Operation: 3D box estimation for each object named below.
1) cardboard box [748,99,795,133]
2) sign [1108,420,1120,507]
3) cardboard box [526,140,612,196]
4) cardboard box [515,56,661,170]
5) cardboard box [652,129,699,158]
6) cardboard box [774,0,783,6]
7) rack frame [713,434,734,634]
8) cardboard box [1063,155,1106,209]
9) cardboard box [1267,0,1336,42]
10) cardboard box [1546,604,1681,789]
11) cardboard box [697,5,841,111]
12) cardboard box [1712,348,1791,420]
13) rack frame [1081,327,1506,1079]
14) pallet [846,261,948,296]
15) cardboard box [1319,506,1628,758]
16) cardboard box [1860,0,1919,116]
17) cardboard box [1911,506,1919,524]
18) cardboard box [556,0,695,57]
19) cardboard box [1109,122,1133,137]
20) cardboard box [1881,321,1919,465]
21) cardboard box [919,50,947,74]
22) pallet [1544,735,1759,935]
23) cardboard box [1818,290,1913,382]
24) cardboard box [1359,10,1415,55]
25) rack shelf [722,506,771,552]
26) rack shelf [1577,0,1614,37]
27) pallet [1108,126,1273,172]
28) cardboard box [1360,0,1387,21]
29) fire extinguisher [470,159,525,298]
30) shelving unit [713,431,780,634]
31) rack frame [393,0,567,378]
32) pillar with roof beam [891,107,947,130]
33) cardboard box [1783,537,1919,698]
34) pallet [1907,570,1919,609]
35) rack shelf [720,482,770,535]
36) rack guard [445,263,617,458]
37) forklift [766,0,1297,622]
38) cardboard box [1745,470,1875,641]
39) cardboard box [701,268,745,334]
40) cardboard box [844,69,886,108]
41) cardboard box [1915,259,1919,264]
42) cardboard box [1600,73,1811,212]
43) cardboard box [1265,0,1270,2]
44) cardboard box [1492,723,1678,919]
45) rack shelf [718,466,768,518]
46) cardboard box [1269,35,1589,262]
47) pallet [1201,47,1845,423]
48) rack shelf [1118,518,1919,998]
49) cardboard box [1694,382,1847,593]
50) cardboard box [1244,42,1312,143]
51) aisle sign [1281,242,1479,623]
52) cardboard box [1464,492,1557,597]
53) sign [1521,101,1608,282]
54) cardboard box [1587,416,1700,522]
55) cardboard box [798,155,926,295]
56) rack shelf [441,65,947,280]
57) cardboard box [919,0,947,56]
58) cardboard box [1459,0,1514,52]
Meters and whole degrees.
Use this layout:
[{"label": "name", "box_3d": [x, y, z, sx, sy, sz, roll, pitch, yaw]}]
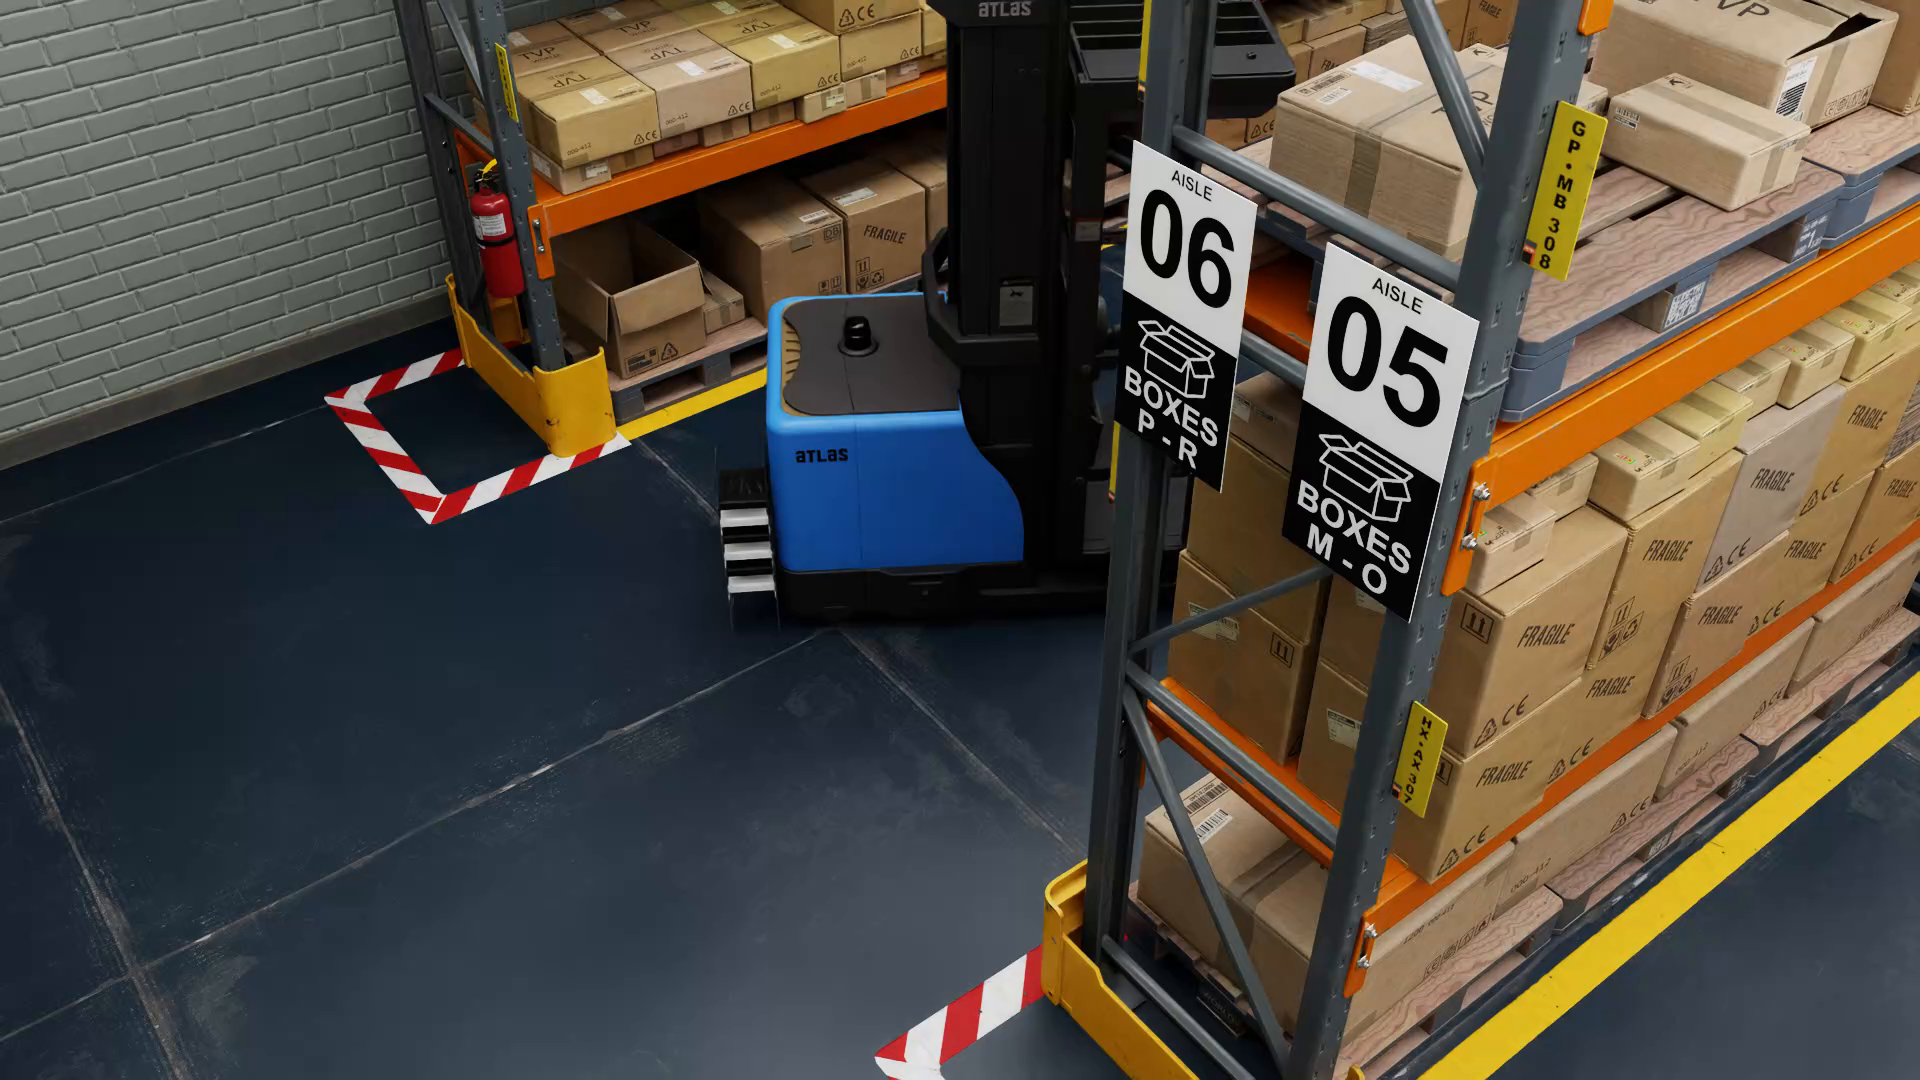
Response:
[{"label": "cardboard box", "box_3d": [-1.026, -2.186, 8.248, 0.250, 0.149, 0.380, -25, 46, -27]}, {"label": "sign", "box_3d": [0.449, -0.204, 4.534, 0.005, 0.325, 0.100, -26, 46, -28]}, {"label": "cardboard box", "box_3d": [-1.831, -1.773, 7.744, 0.250, 0.149, 0.380, -26, 46, -28]}, {"label": "cardboard box", "box_3d": [-1.735, -1.978, 7.680, 0.500, 0.250, 0.500, -26, 46, -28]}, {"label": "cardboard box", "box_3d": [-1.471, -2.014, 8.038, 0.250, 0.149, 0.380, -27, 46, -29]}, {"label": "cardboard box", "box_3d": [-0.836, -2.839, 8.730, 0.500, 0.250, 0.500, -26, 46, -28]}, {"label": "rack frame", "box_3d": [-1.002, -0.014, 7.058, 0.006, 0.900, 0.240, -4, 40, -4]}, {"label": "cardboard box", "box_3d": [0.650, -2.124, 9.891, 0.250, 0.149, 0.380, -27, 47, -29]}, {"label": "cardboard box", "box_3d": [2.158, -3.320, 10.560, 0.250, 0.149, 0.380, -26, 46, -28]}, {"label": "cardboard box", "box_3d": [1.708, 0.324, 4.911, 0.500, 0.500, 0.500, -27, 46, -29]}, {"label": "cardboard box", "box_3d": [-0.936, -2.371, 8.158, 0.500, 0.250, 0.500, -27, 46, -29]}, {"label": "cardboard box", "box_3d": [2.033, -0.479, 4.590, 0.250, 0.149, 0.380, -26, 46, -28]}, {"label": "rack frame", "box_3d": [0.768, 0.614, 4.637, 0.127, 3.000, 1.000, -26, 46, -28]}, {"label": "pallet", "box_3d": [-0.601, -1.610, 9.546, 1.213, 0.211, 1.003, -26, 46, -28]}, {"label": "cardboard box", "box_3d": [1.322, 0.146, 4.340, 0.500, 0.500, 0.500, -27, 46, -29]}, {"label": "cardboard box", "box_3d": [2.458, -1.490, 4.347, 0.500, 0.500, 0.500, -25, 46, -27]}, {"label": "cardboard box", "box_3d": [3.323, -0.462, 5.869, 0.500, 0.500, 0.500, -27, 47, -29]}, {"label": "cardboard box", "box_3d": [-1.647, -2.448, 8.253, 0.500, 0.250, 0.500, -26, 46, -28]}, {"label": "cardboard box", "box_3d": [1.121, -2.961, 10.635, 0.500, 0.500, 0.500, -26, 46, -28]}, {"label": "cardboard box", "box_3d": [2.929, -0.643, 5.301, 0.500, 0.500, 0.500, -25, 46, -28]}, {"label": "cardboard box", "box_3d": [-0.254, -2.611, 8.766, 0.250, 0.149, 0.380, -25, 46, -28]}, {"label": "pallet", "box_3d": [2.321, 0.874, 6.518, 1.213, 0.211, 1.003, -26, 46, -28]}, {"label": "cardboard box", "box_3d": [2.474, -0.639, 4.785, 0.250, 0.149, 0.380, -27, 47, -29]}, {"label": "cardboard box", "box_3d": [2.663, -3.296, 11.042, 0.500, 0.500, 0.500, -28, 47, -30]}, {"label": "rack shelf", "box_3d": [-0.901, -0.064, 7.029, 0.200, 0.077, 0.258, -4, 40, -4]}, {"label": "rack shelf", "box_3d": [2.354, -2.046, 4.032, 4.000, 0.370, 1.077, -26, 46, -28]}, {"label": "pallet", "box_3d": [1.534, -2.682, 10.853, 1.213, 0.211, 1.003, -26, 46, -28]}, {"label": "cardboard box", "box_3d": [2.552, -3.534, 10.821, 0.250, 0.149, 0.380, -26, 46, -28]}, {"label": "fire extinguisher", "box_3d": [-2.094, -1.418, 7.468, 0.183, 0.674, 0.296, -26, 46, -28]}, {"label": "shelving unit", "box_3d": [-0.901, -0.020, 7.065, 0.210, 0.900, 0.258, -4, 40, -4]}, {"label": "rack frame", "box_3d": [-2.259, -1.881, 7.678, 0.127, 3.000, 1.000, -26, 46, -28]}, {"label": "pillar with roof beam", "box_3d": [2.434, -3.766, 5.245, 0.400, 9.000, 9.100, -26, 46, -28]}, {"label": "cardboard box", "box_3d": [3.377, 0.085, 6.971, 0.875, 0.438, 0.875, -27, 46, -29]}, {"label": "pallet", "box_3d": [4.506, -0.190, 7.816, 1.213, 0.211, 1.003, -26, 46, -28]}, {"label": "rack shelf", "box_3d": [-0.901, -0.134, 6.972, 0.200, 0.077, 0.258, -4, 40, -4]}, {"label": "rack guard", "box_3d": [-2.199, -0.944, 8.507, 0.348, 0.500, 1.175, -26, 46, -28]}, {"label": "forklift", "box_3d": [0.684, -1.149, 6.840, 3.031, 2.935, 1.130, -3, 39, -3]}, {"label": "cardboard box", "box_3d": [2.509, -0.065, 5.386, 0.500, 0.500, 0.500, -24, 45, -27]}, {"label": "cardboard box", "box_3d": [-1.356, -1.275, 8.855, 0.250, 0.149, 0.380, -28, 47, -30]}, {"label": "cardboard box", "box_3d": [-0.583, -2.358, 8.457, 0.250, 0.149, 0.380, -25, 45, -27]}, {"label": "cardboard box", "box_3d": [2.838, -0.867, 5.063, 0.250, 0.149, 0.380, -27, 46, -29]}, {"label": "cardboard box", "box_3d": [1.771, -0.955, 3.972, 0.250, 0.149, 0.380, -24, 45, -27]}, {"label": "cardboard box", "box_3d": [1.859, -3.555, 10.847, 0.250, 0.149, 0.380, -25, 45, -27]}, {"label": "cardboard box", "box_3d": [1.951, 0.778, 6.125, 0.875, 0.438, 0.875, -25, 45, -27]}, {"label": "rack shelf", "box_3d": [-0.901, -0.203, 6.915, 0.200, 0.077, 0.258, -4, 40, -4]}, {"label": "cardboard box", "box_3d": [1.070, -0.908, 3.836, 0.500, 0.250, 0.500, -30, 48, -32]}, {"label": "pallet", "box_3d": [1.350, -0.804, 4.070, 1.213, 0.211, 1.003, -26, 46, -28]}, {"label": "rack shelf", "box_3d": [2.354, 0.119, 5.807, 4.000, 0.370, 1.077, -26, 46, -28]}, {"label": "cardboard box", "box_3d": [2.131, -0.260, 4.835, 0.500, 0.500, 0.500, -26, 46, -28]}, {"label": "cardboard box", "box_3d": [1.849, -2.908, 10.569, 0.500, 0.500, 0.500, -27, 46, -29]}, {"label": "aisle sign", "box_3d": [0.888, -0.218, 3.601, 0.004, 0.787, 0.394, -26, 46, -28]}, {"label": "cardboard box", "box_3d": [1.218, -0.060, 4.080, 0.250, 0.149, 0.380, -25, 46, -27]}, {"label": "sign", "box_3d": [1.102, -0.633, 3.040, 0.005, 0.325, 0.100, -26, 46, -28]}, {"label": "cardboard box", "box_3d": [1.659, -0.240, 4.299, 0.250, 0.149, 0.380, -25, 45, -27]}, {"label": "cardboard box", "box_3d": [-0.535, -1.731, 9.134, 0.500, 0.500, 0.500, -25, 46, -27]}, {"label": "rack shelf", "box_3d": [-0.673, -2.376, 8.849, 4.000, 0.370, 1.077, -26, 46, -28]}, {"label": "cardboard box", "box_3d": [-0.135, -2.777, 8.654, 0.500, 0.250, 0.500, -26, 46, -28]}, {"label": "cardboard box", "box_3d": [3.476, -3.709, 11.546, 0.500, 0.500, 0.500, -27, 46, -29]}]
